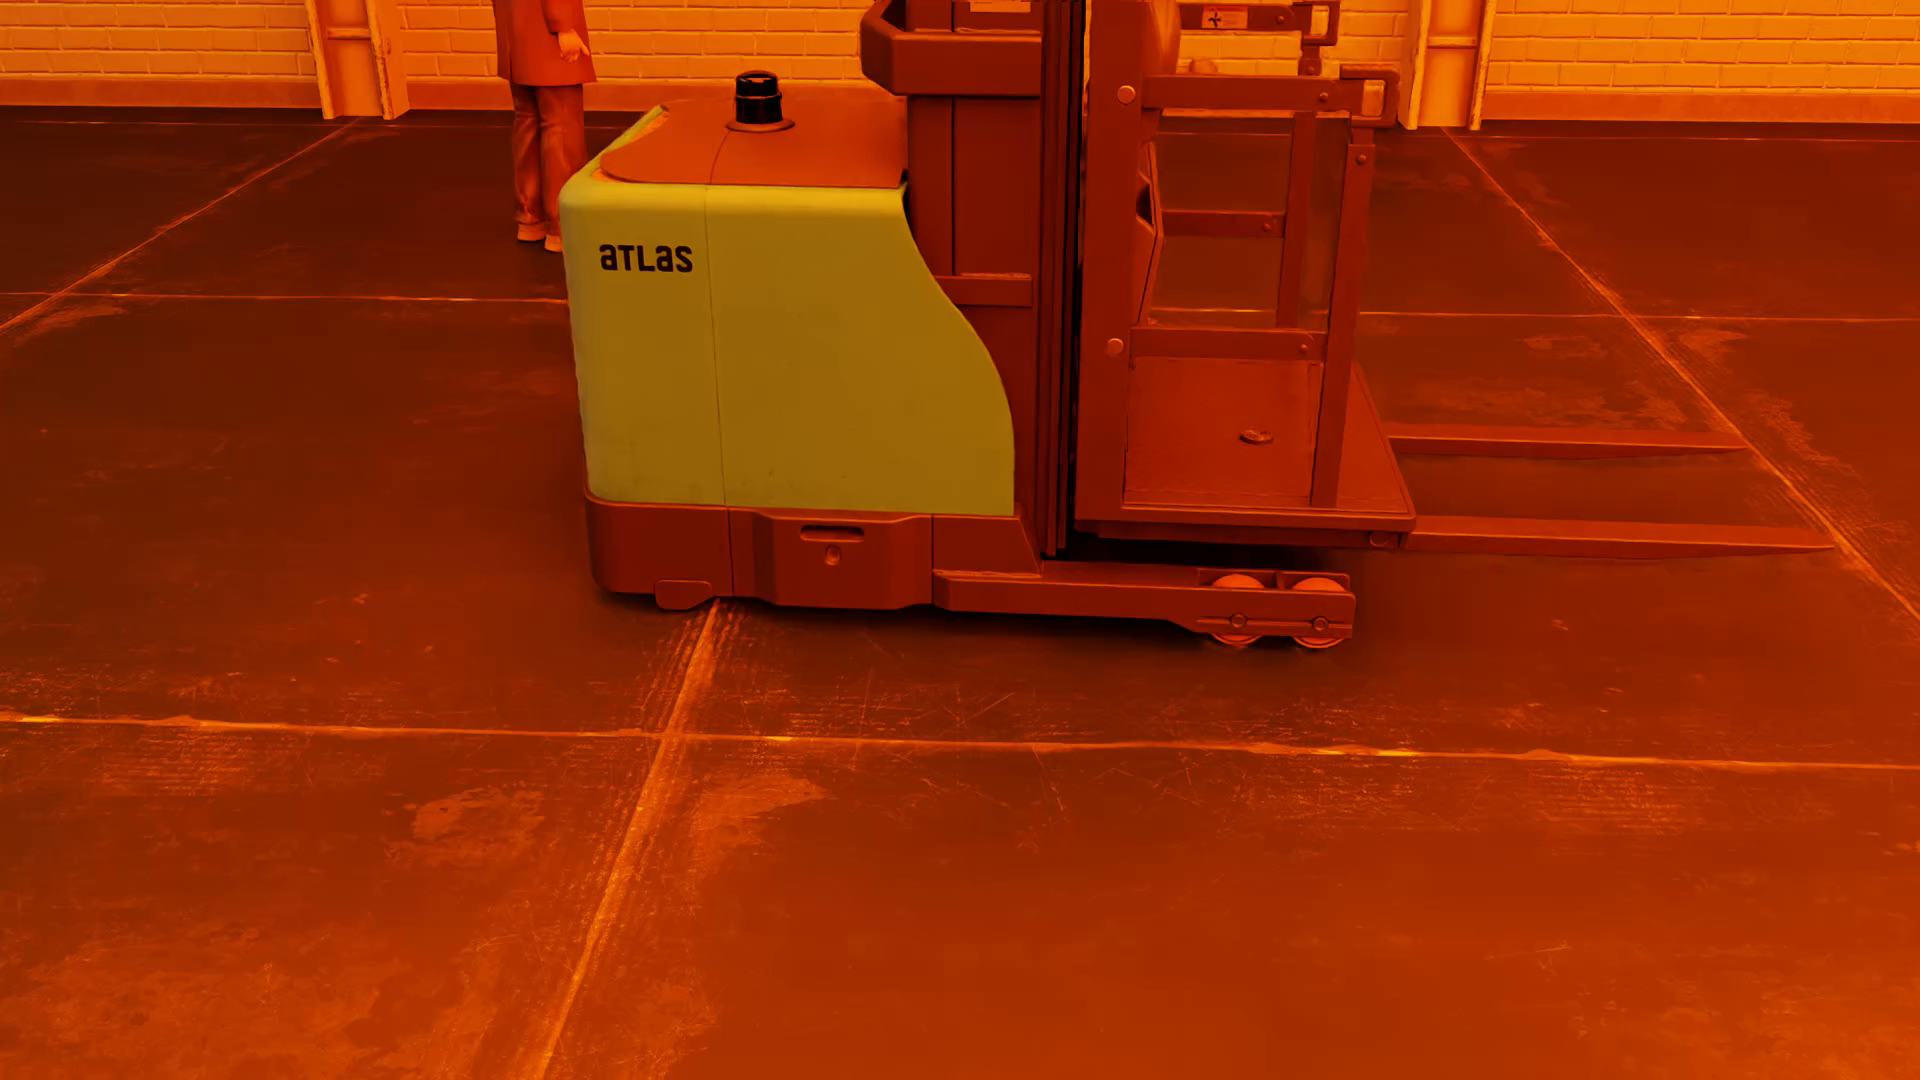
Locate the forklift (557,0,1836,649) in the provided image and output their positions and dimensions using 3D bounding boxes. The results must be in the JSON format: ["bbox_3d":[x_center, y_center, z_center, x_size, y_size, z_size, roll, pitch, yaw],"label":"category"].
[{"bbox_3d":[0.620,-1.300,3.843,3.031,2.935,1.130,2,26,4],"label":"forklift"}]

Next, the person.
[{"bbox_3d":[-1.679,-2.094,6.751,0.385,1.783,0.572,-20,33,-35],"label":"person"}]
